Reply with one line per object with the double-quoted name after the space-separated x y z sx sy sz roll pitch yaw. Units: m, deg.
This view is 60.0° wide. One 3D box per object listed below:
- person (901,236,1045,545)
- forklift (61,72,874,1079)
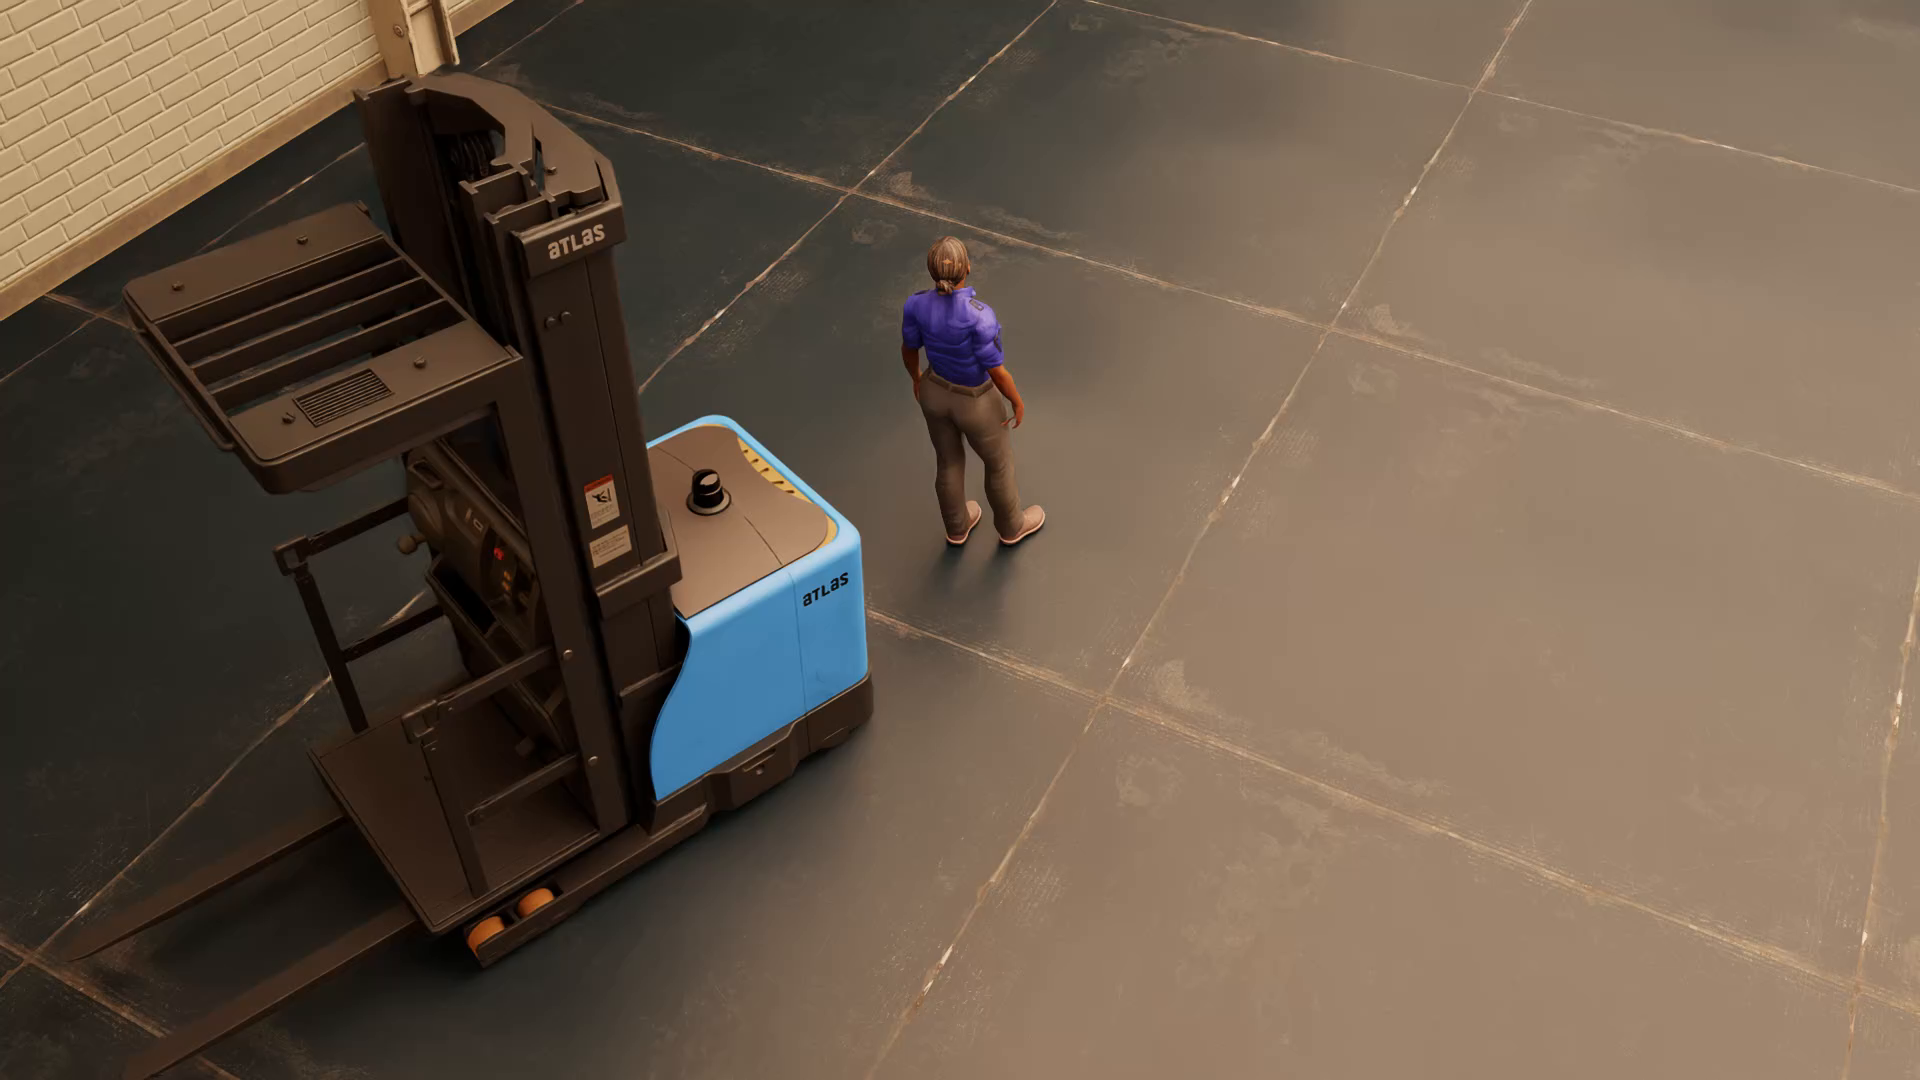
0.058 -0.654 7.269 0.570 1.654 0.504 20 47 20 "person"
-1.820 0.075 5.574 3.031 2.935 1.130 -29 51 -28 "forklift"
